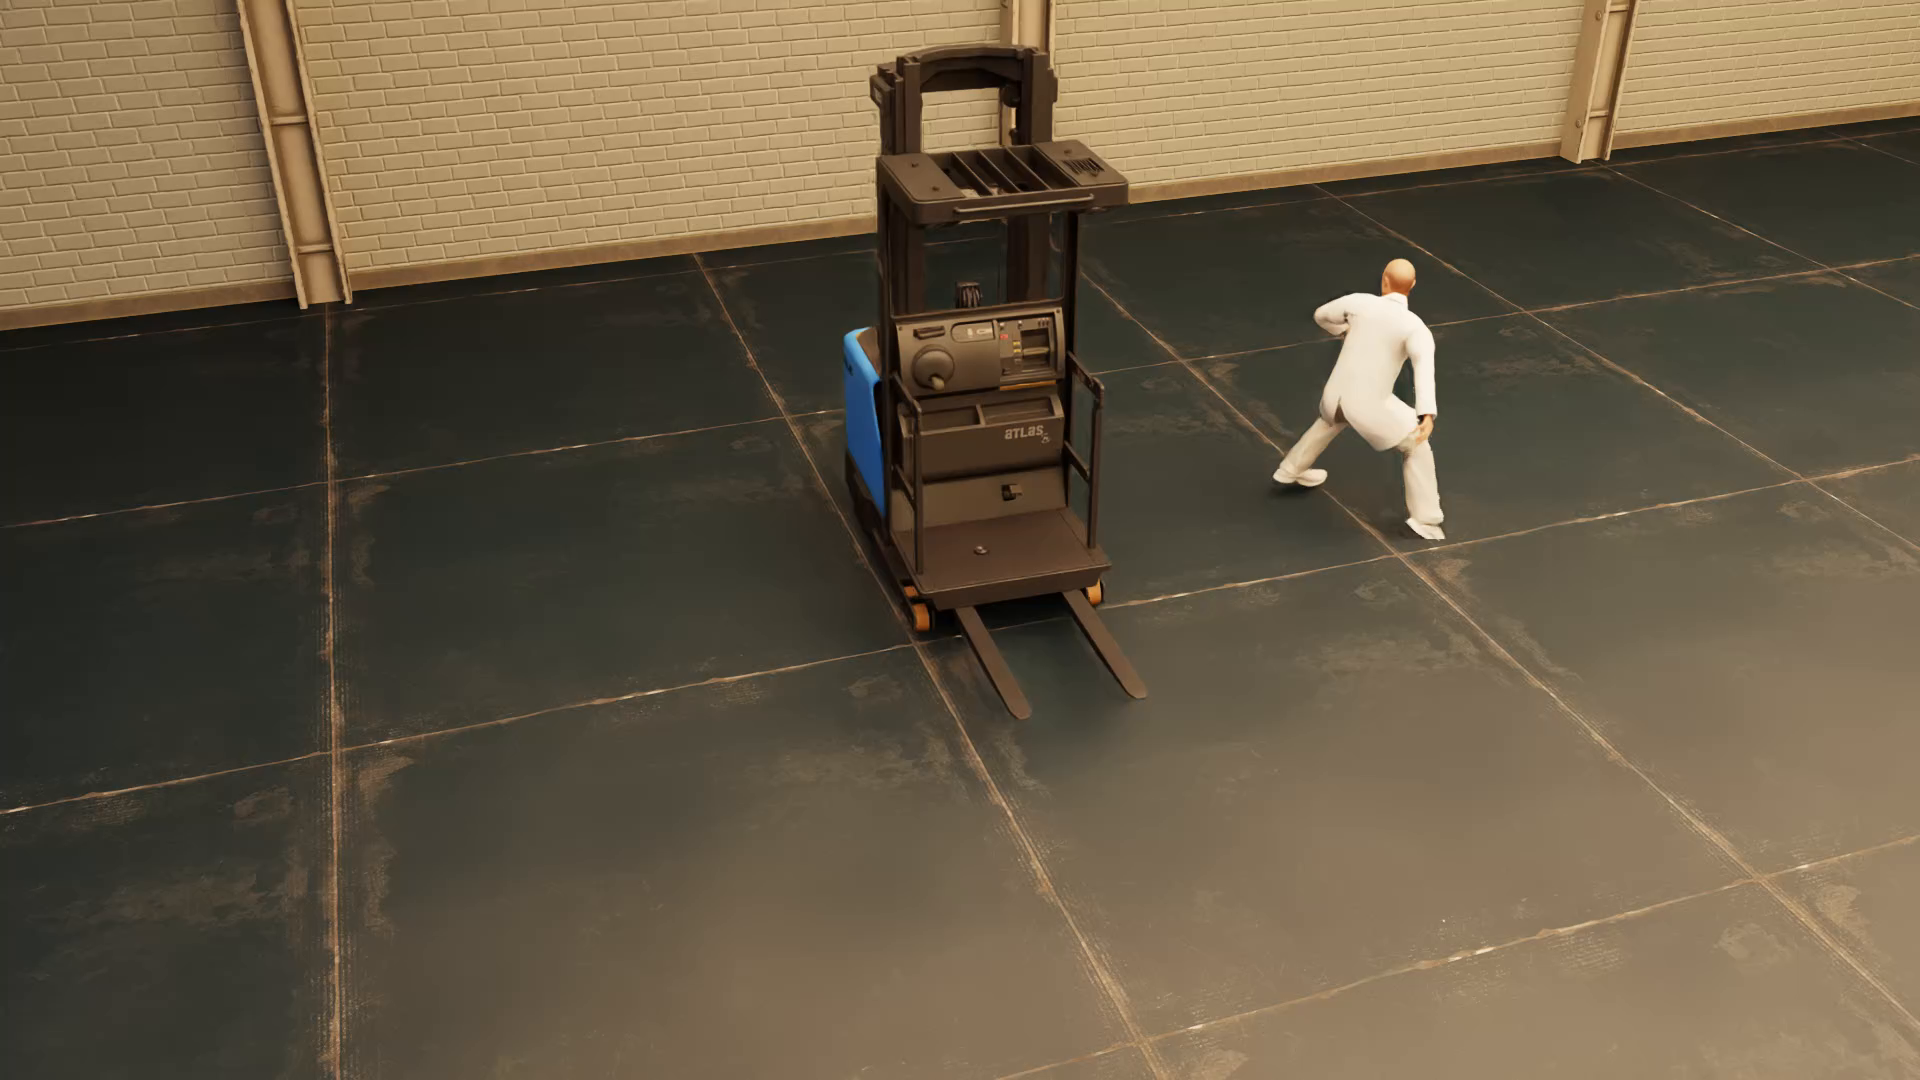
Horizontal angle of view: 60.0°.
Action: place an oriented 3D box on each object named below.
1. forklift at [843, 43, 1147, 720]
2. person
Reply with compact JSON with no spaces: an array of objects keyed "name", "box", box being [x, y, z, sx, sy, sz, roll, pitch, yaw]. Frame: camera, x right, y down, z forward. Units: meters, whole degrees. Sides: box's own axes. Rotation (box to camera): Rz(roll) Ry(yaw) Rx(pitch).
[{"name":"forklift","box":[0.178,-0.979,8.788,1.130,2.935,3.031,-8,31,-14]},{"name":"person","box":[2.499,-0.809,9.945,0.602,1.741,1.143,-19,35,-29]}]
